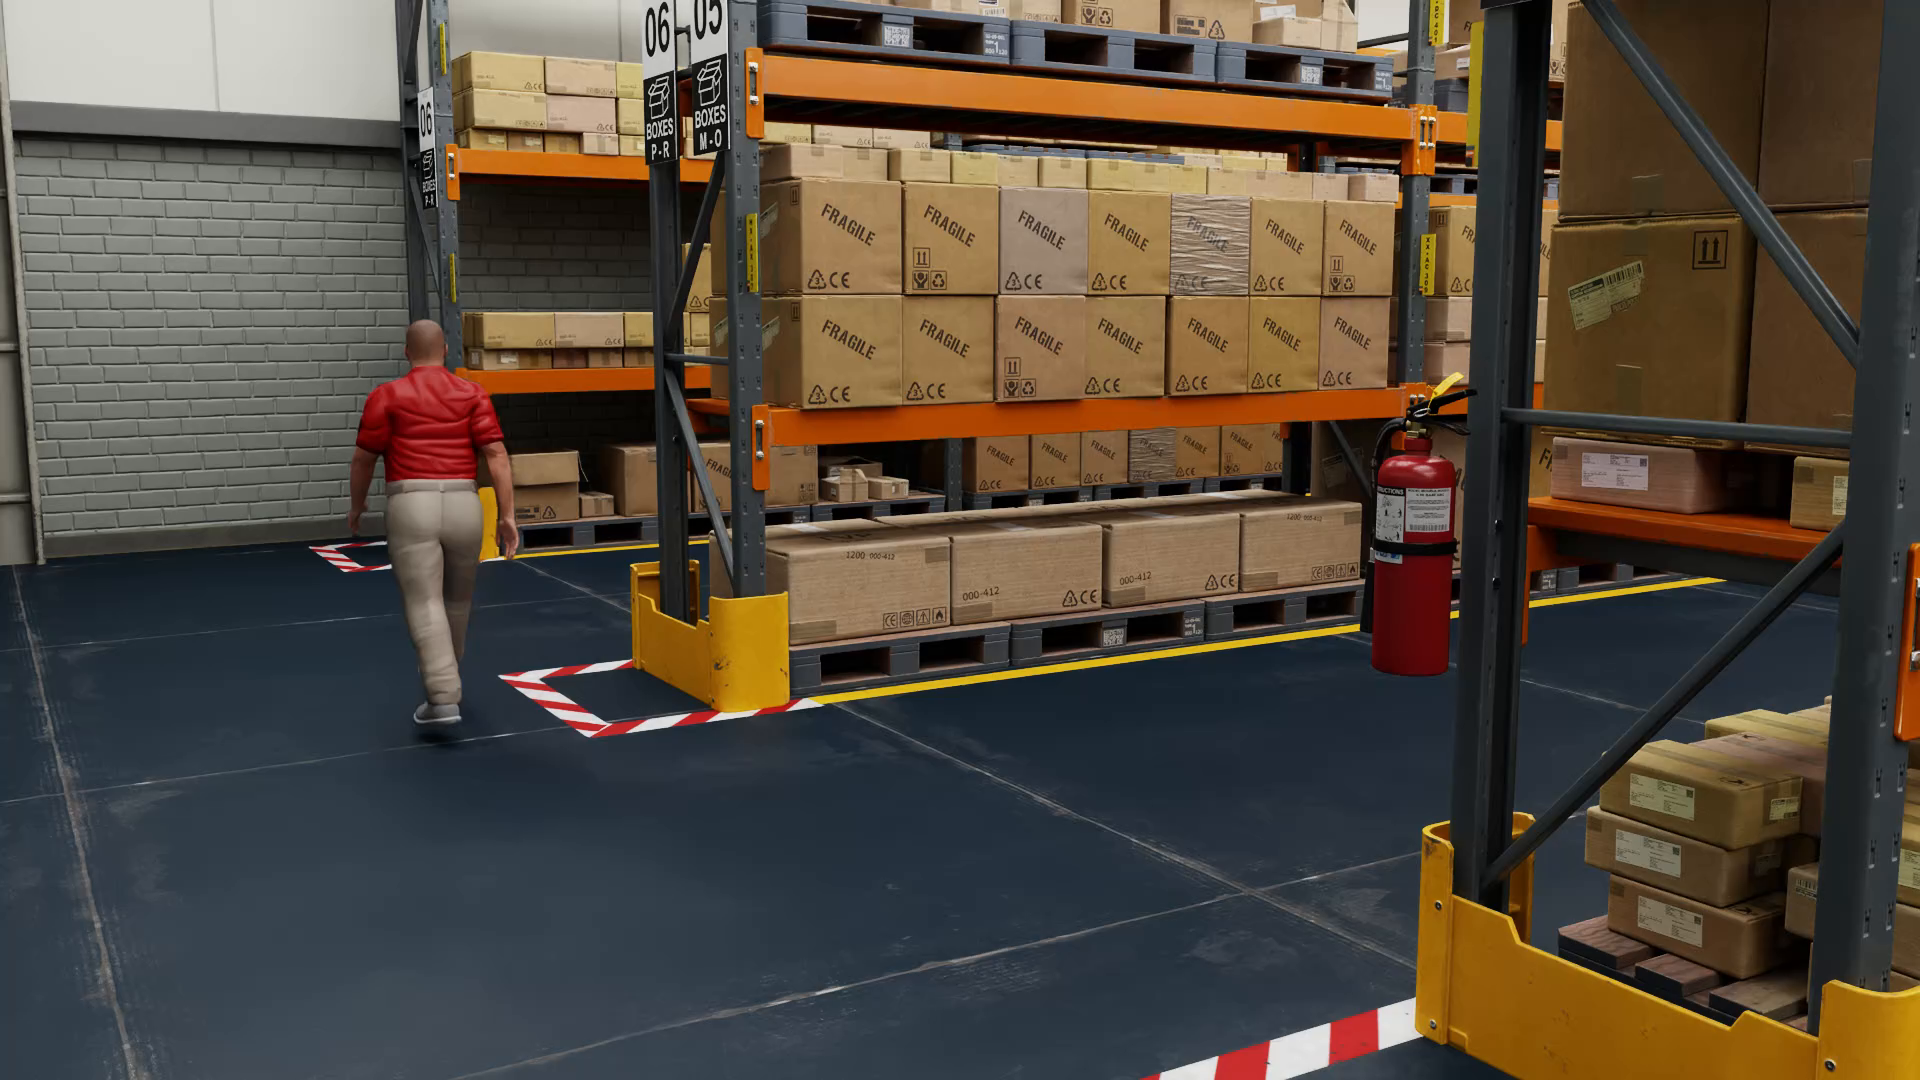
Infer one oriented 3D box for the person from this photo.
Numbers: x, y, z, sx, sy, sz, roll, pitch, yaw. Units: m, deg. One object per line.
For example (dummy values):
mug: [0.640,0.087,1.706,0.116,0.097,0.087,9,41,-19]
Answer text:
person: [-2.251,-0.108,7.074,0.606,1.647,1.118,-5,10,-32]
